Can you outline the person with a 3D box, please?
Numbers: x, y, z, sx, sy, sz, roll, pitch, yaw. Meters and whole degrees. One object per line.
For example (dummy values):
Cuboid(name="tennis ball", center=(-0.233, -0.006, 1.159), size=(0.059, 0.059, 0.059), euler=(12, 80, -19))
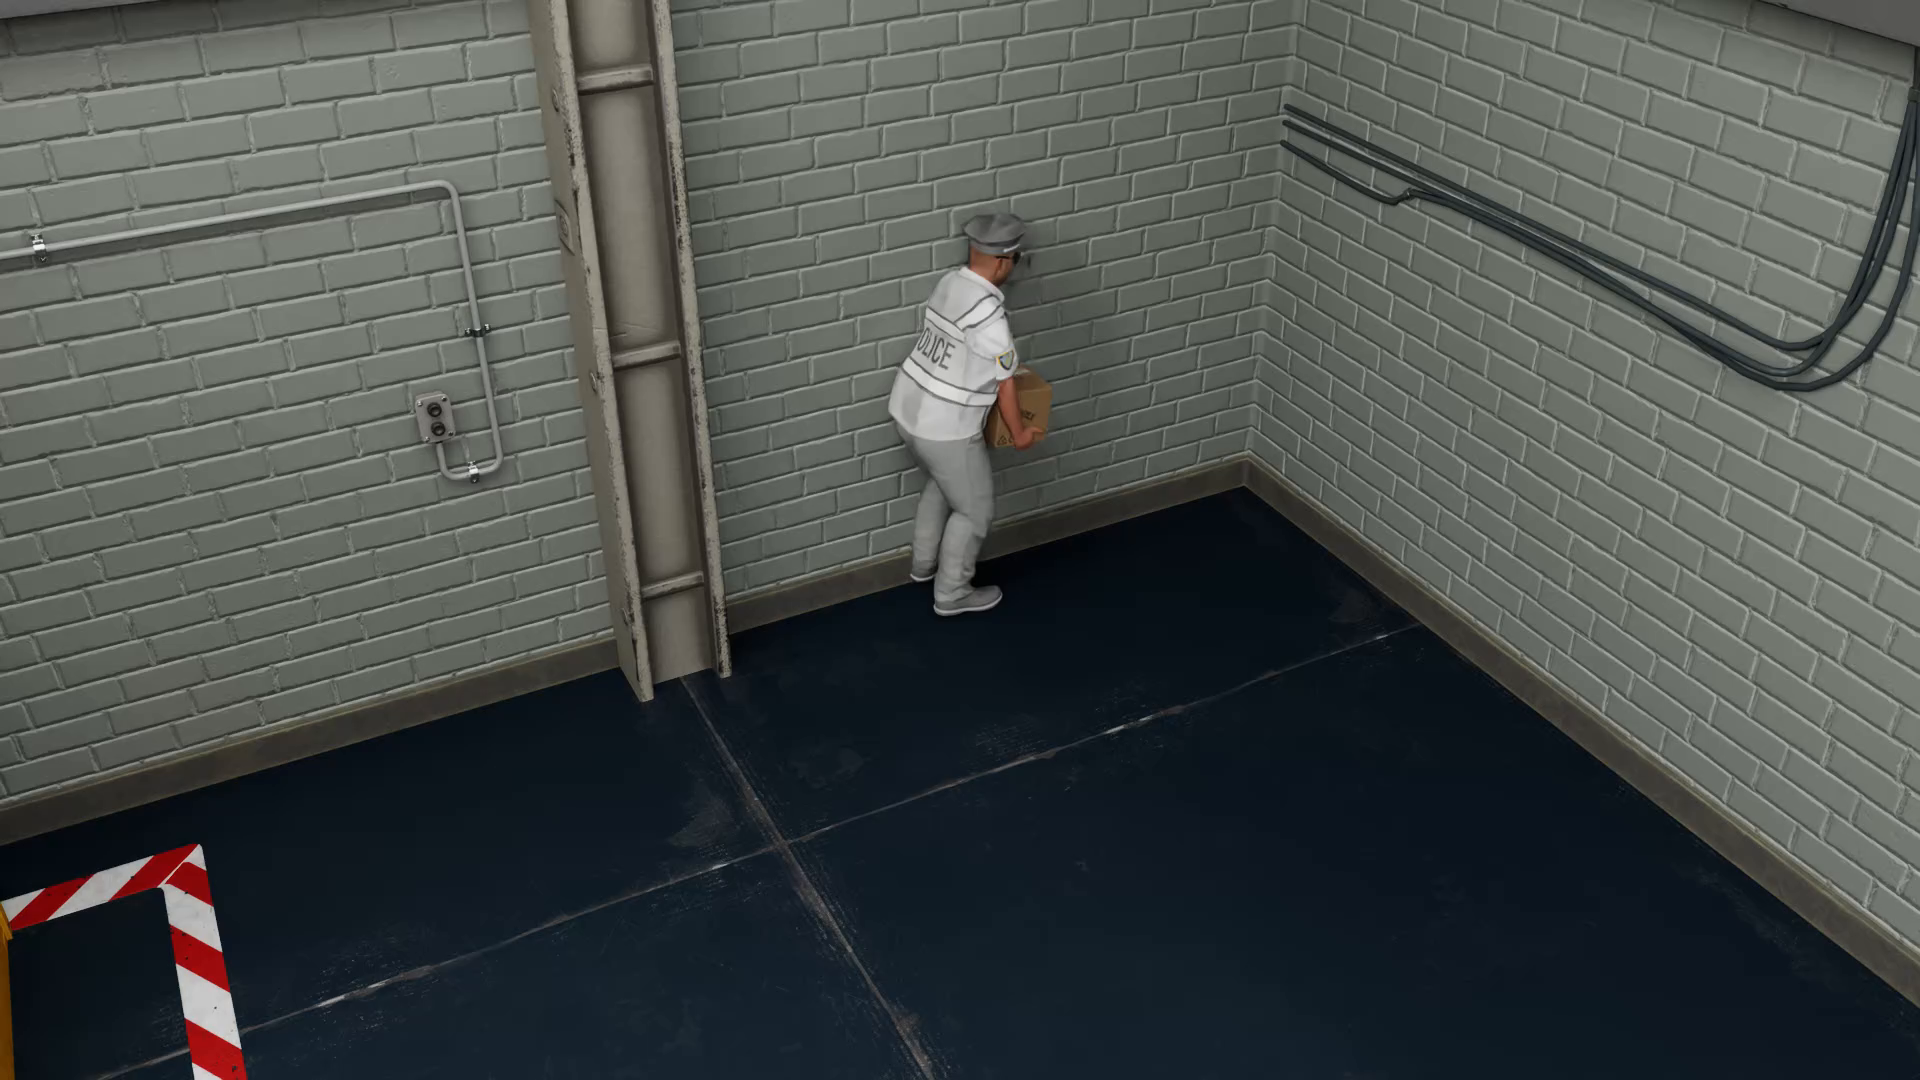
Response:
Cuboid(name="person", center=(0.015, -0.511, 6.978), size=(0.617, 1.703, 0.478), euler=(-17, 36, -24))
